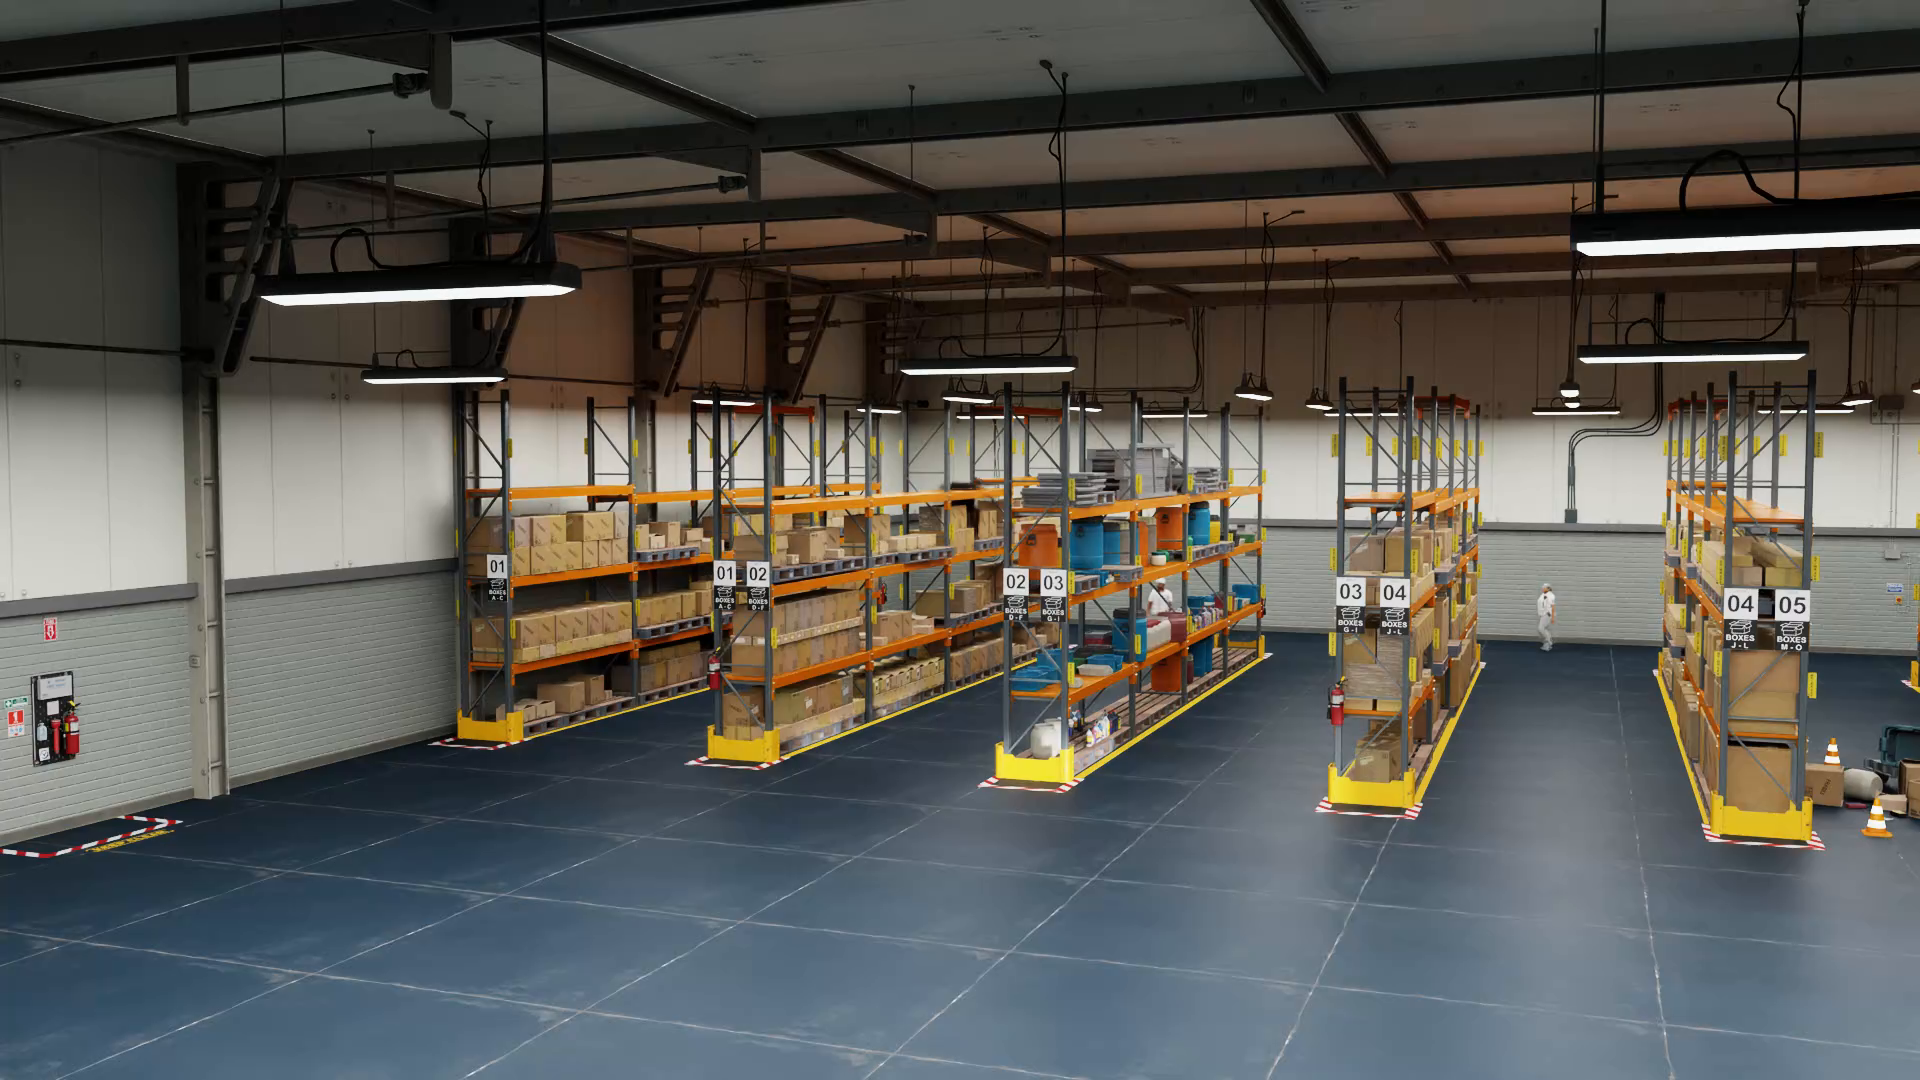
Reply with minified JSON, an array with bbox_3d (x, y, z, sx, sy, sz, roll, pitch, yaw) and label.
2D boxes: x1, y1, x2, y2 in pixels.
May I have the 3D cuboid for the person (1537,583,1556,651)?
[{"bbox_3d":[14.482,1.911,41.184,0.461,1.709,0.512,0,3,-4],"label":"person"}]

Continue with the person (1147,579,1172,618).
[{"bbox_3d":[5.001,1.830,41.675,0.626,1.716,1.031,0,3,8],"label":"person"}]
